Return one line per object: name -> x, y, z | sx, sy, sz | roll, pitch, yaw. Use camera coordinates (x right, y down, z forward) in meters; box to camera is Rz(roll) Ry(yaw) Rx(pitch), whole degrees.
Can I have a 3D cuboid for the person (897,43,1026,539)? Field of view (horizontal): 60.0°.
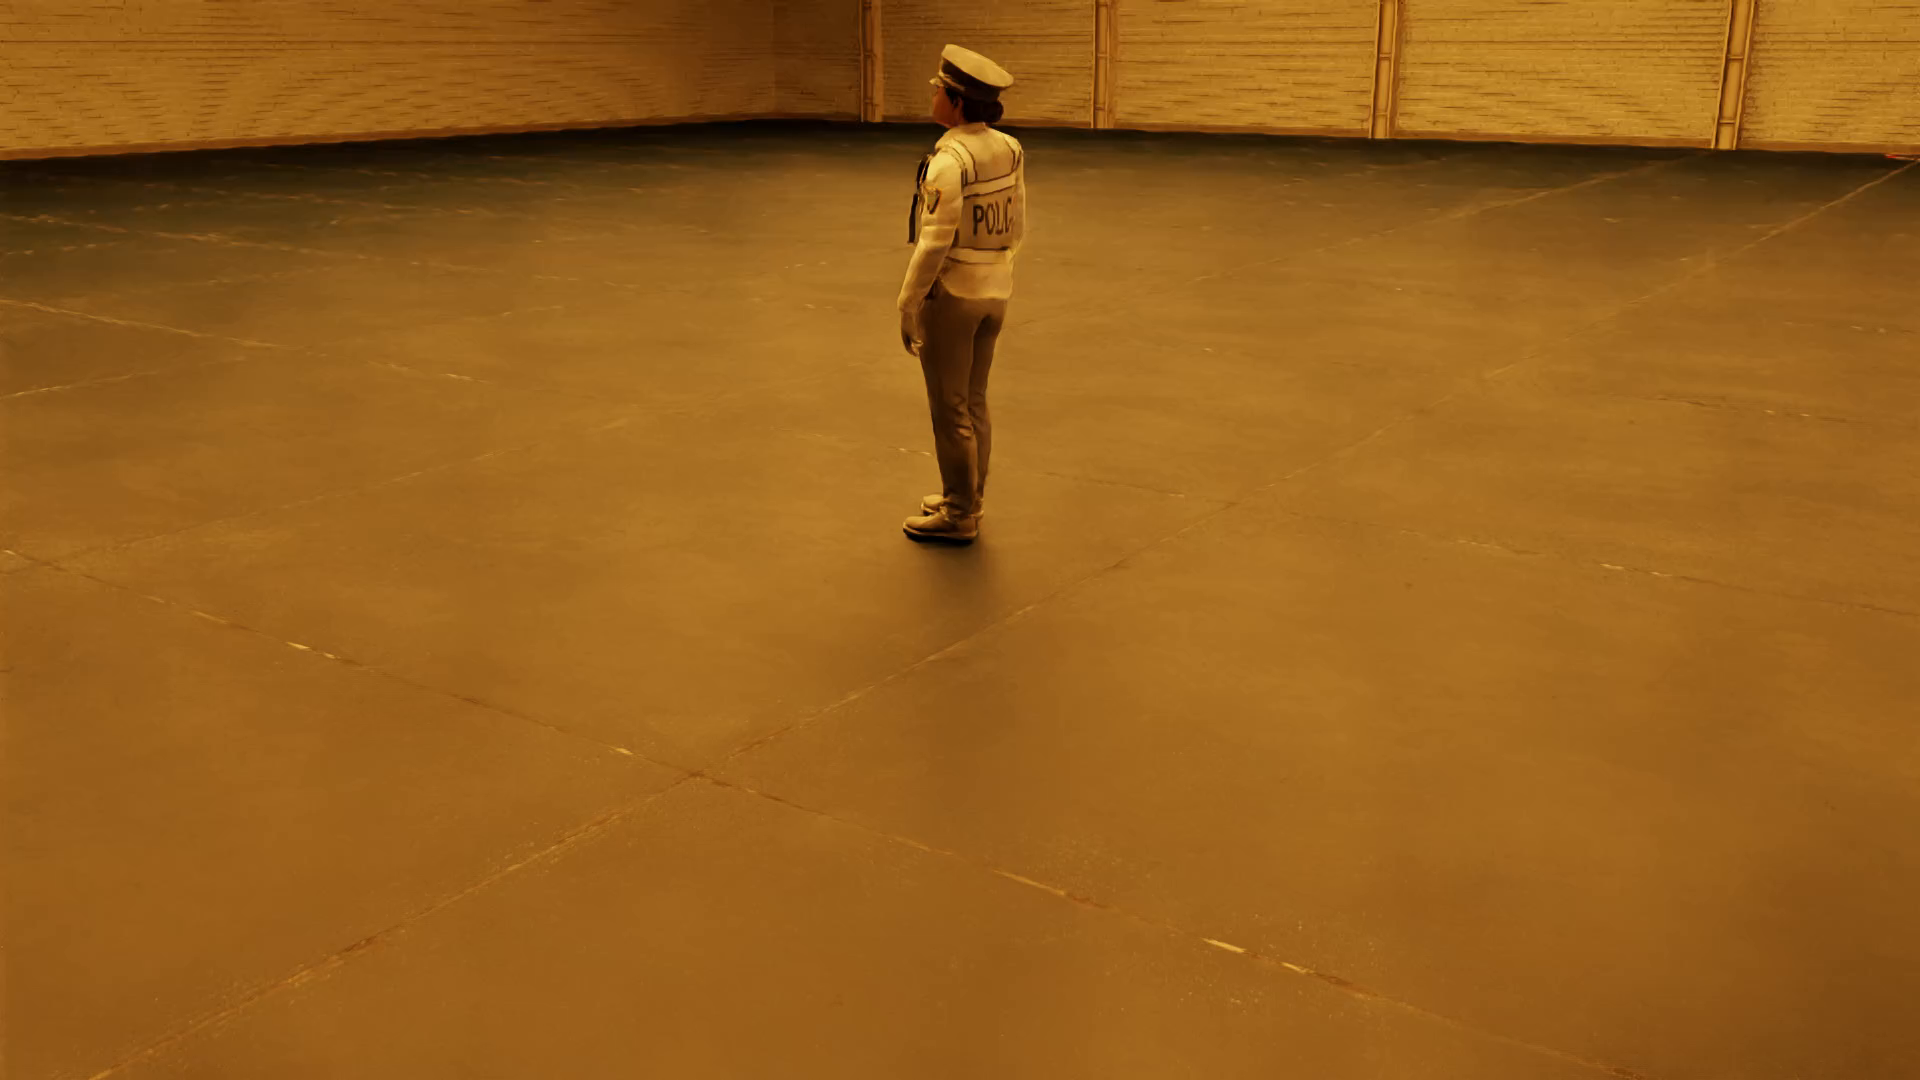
person -> -0.052, -0.832, 5.746 | 0.532, 1.695, 0.586 | 11, 20, 33
